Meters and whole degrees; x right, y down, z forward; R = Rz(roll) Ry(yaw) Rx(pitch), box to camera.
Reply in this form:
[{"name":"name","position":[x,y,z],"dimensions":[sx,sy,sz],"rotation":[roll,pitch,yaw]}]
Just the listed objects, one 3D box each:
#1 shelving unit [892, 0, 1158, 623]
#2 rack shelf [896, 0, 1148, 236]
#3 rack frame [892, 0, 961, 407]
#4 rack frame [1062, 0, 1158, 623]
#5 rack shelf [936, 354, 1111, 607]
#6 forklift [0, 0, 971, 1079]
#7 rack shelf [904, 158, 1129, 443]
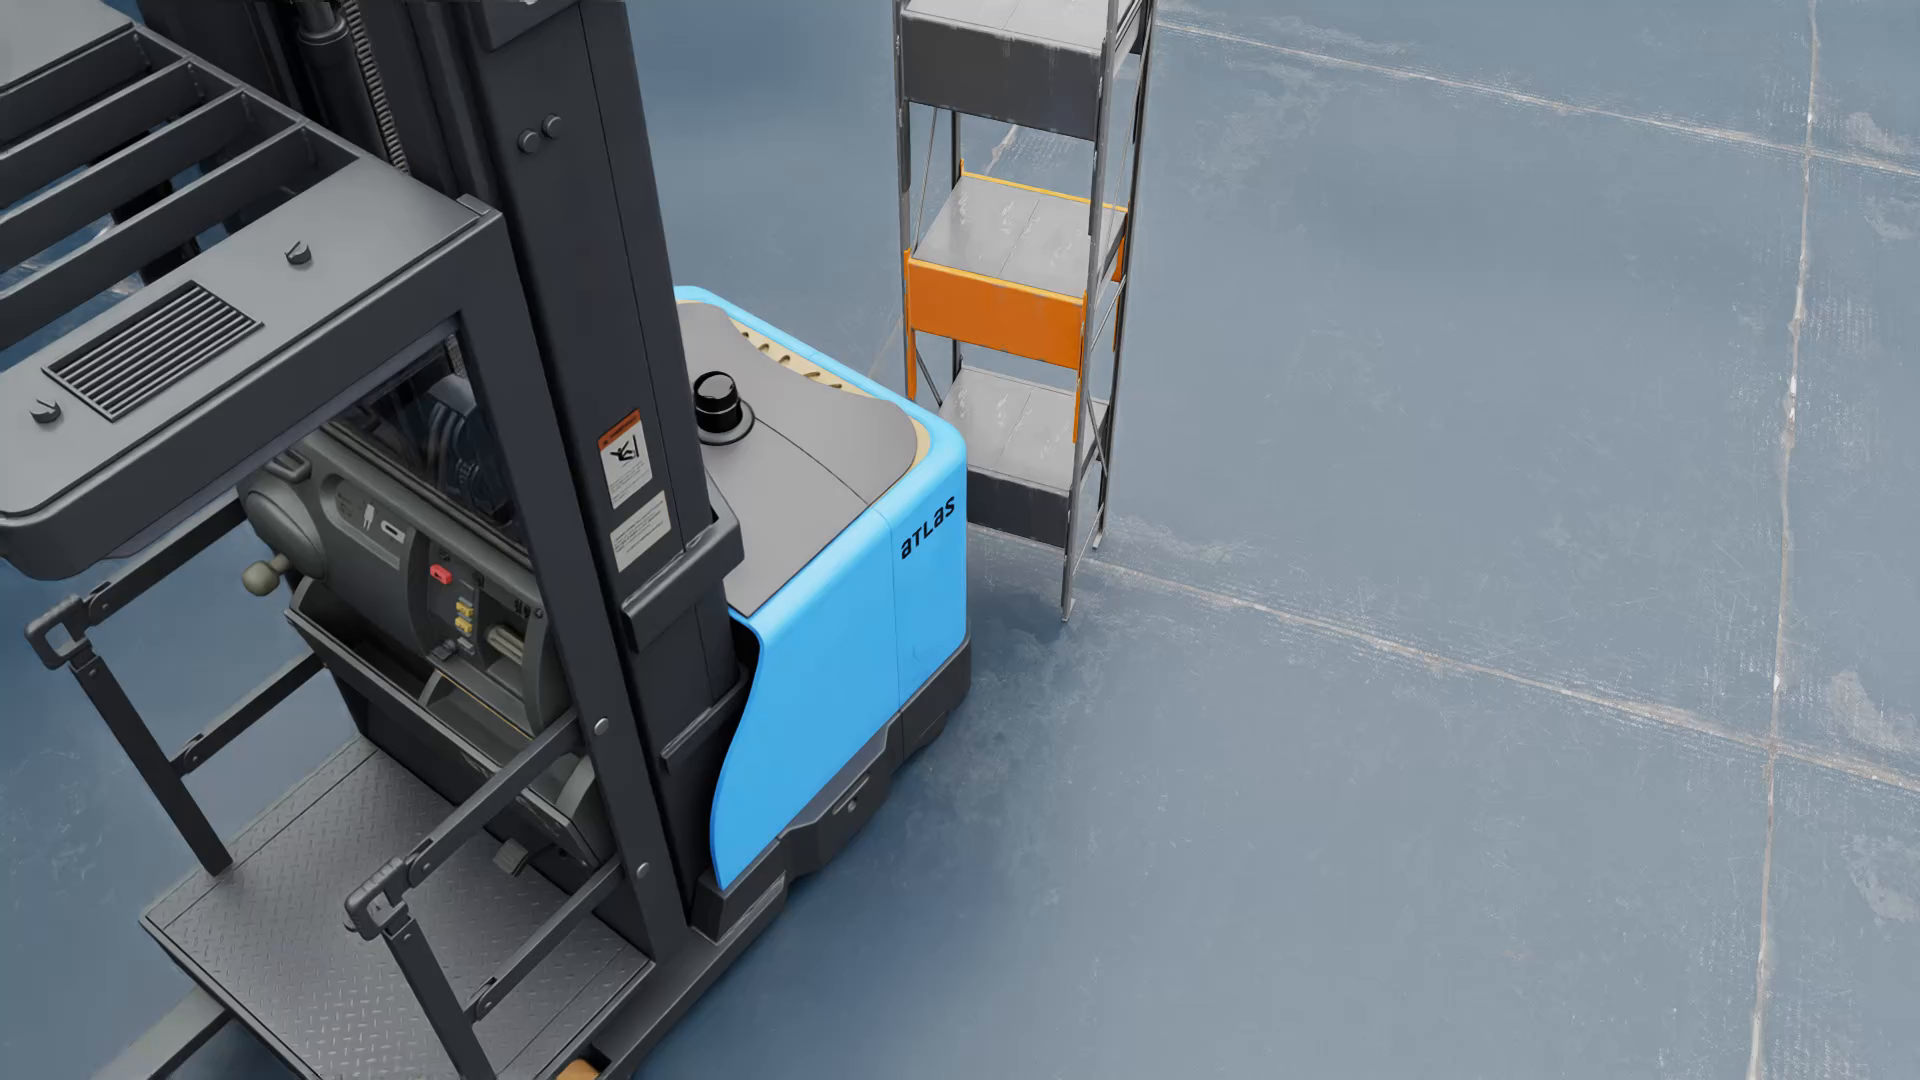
[{"name":"shelving unit","position":[0.155,-0.644,4.419],"dimensions":[0.503,2.100,0.431],"rotation":[16,51,13]},{"name":"rack shelf","position":[0.155,-1.094,3.900],"dimensions":[0.480,0.518,0.431],"rotation":[16,51,13]},{"name":"rack frame","position":[-0.074,-0.708,4.474],"dimensions":[0.015,2.100,0.400],"rotation":[16,51,13]},{"name":"rack frame","position":[0.384,-0.580,4.364],"dimensions":[0.015,2.100,0.400],"rotation":[16,51,13]},{"name":"rack shelf","position":[0.155,-0.177,4.958],"dimensions":[0.480,0.518,0.431],"rotation":[16,51,13]},{"name":"forklift","position":[-1.265,0.143,3.186],"dimensions":[1.130,2.935,3.031],"rotation":[30,56,24]},{"name":"rack shelf","position":[0.155,-0.635,4.429],"dimensions":[0.480,0.518,0.431],"rotation":[16,51,13]}]
